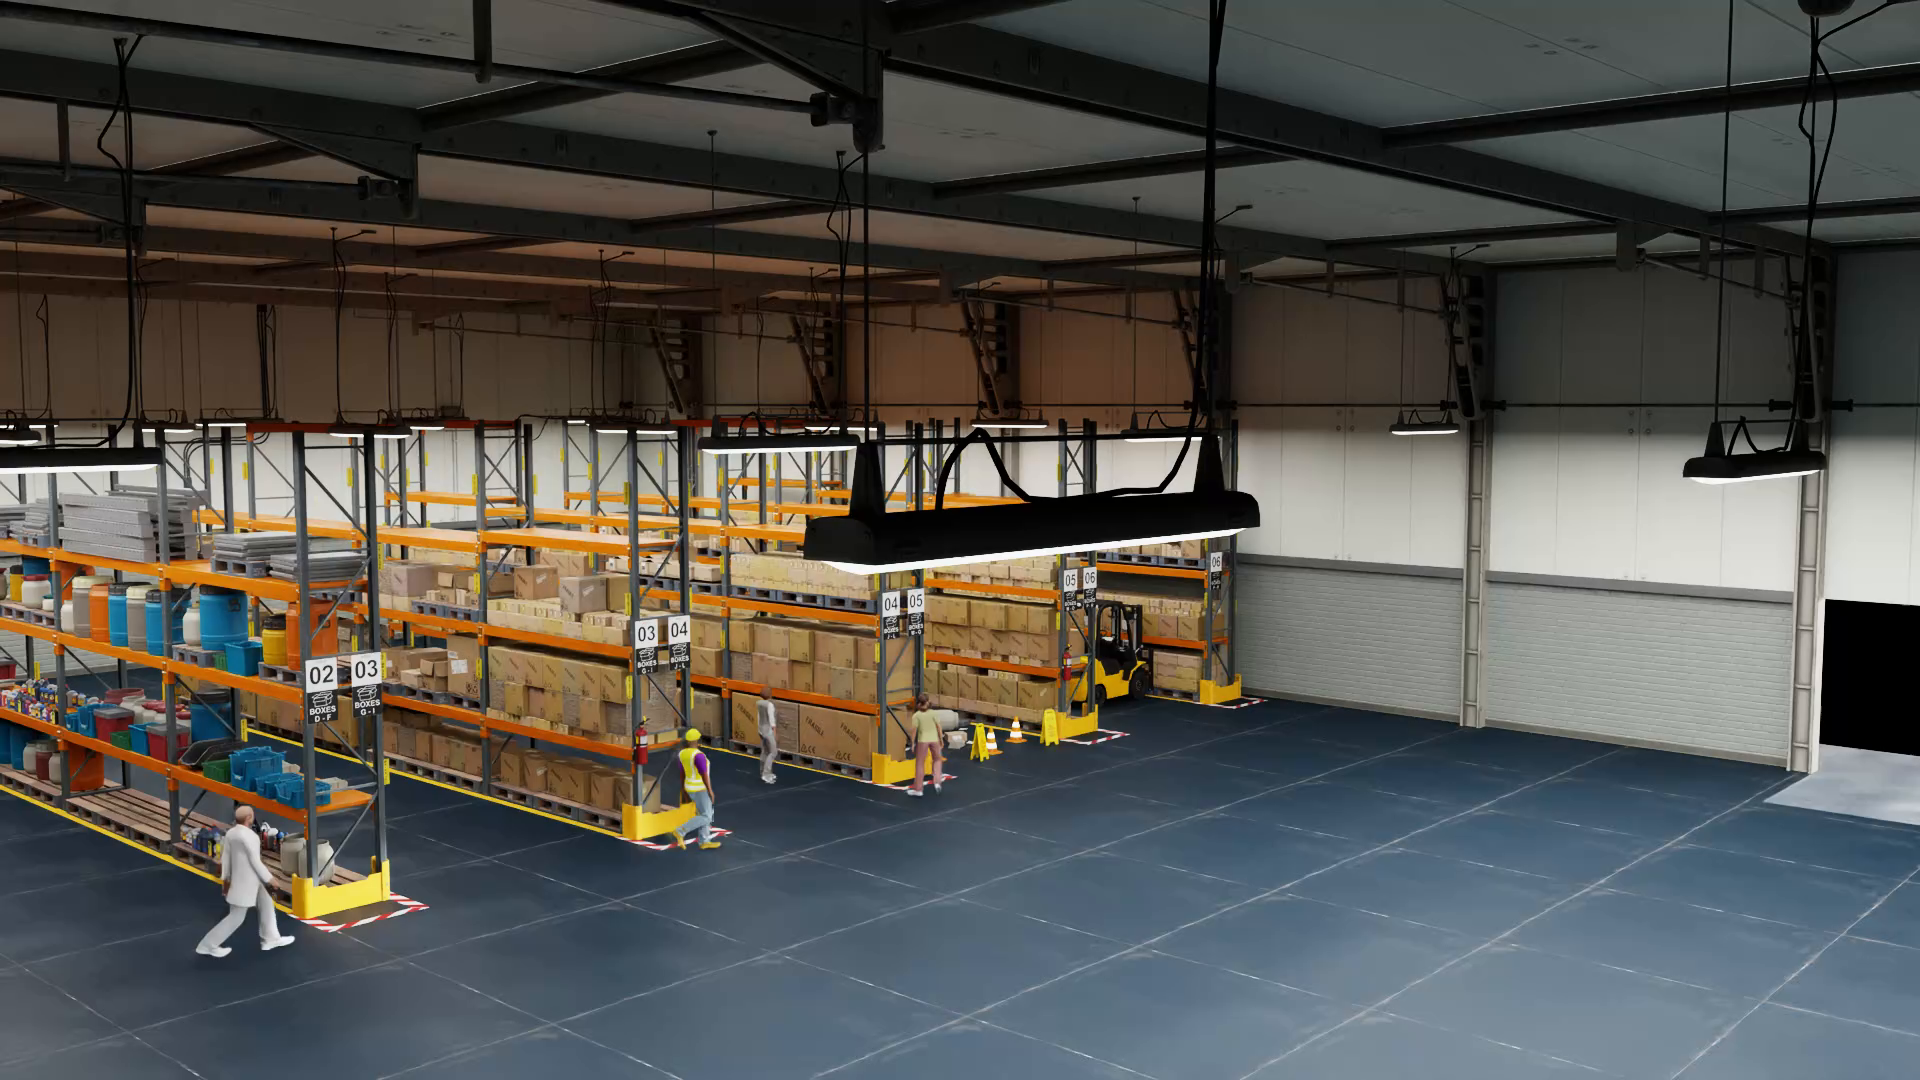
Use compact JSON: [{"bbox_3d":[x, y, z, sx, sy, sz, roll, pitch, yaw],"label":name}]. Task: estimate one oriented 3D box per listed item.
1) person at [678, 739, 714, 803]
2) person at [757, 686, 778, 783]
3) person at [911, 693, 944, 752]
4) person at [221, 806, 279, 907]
[{"bbox_3d":[-3.732,3.233,23.538,0.444,1.056,0.531,-2,5,-21],"label":"person"},{"bbox_3d":[-3.233,3.264,27.987,0.326,1.625,0.504,-2,5,-26],"label":"person"},{"bbox_3d":[-0.519,2.953,26.796,0.537,0.982,0.338,-1,5,-14],"label":"person"},{"bbox_3d":[-8.151,3.617,19.064,0.591,1.149,0.534,-3,5,-30],"label":"person"}]
